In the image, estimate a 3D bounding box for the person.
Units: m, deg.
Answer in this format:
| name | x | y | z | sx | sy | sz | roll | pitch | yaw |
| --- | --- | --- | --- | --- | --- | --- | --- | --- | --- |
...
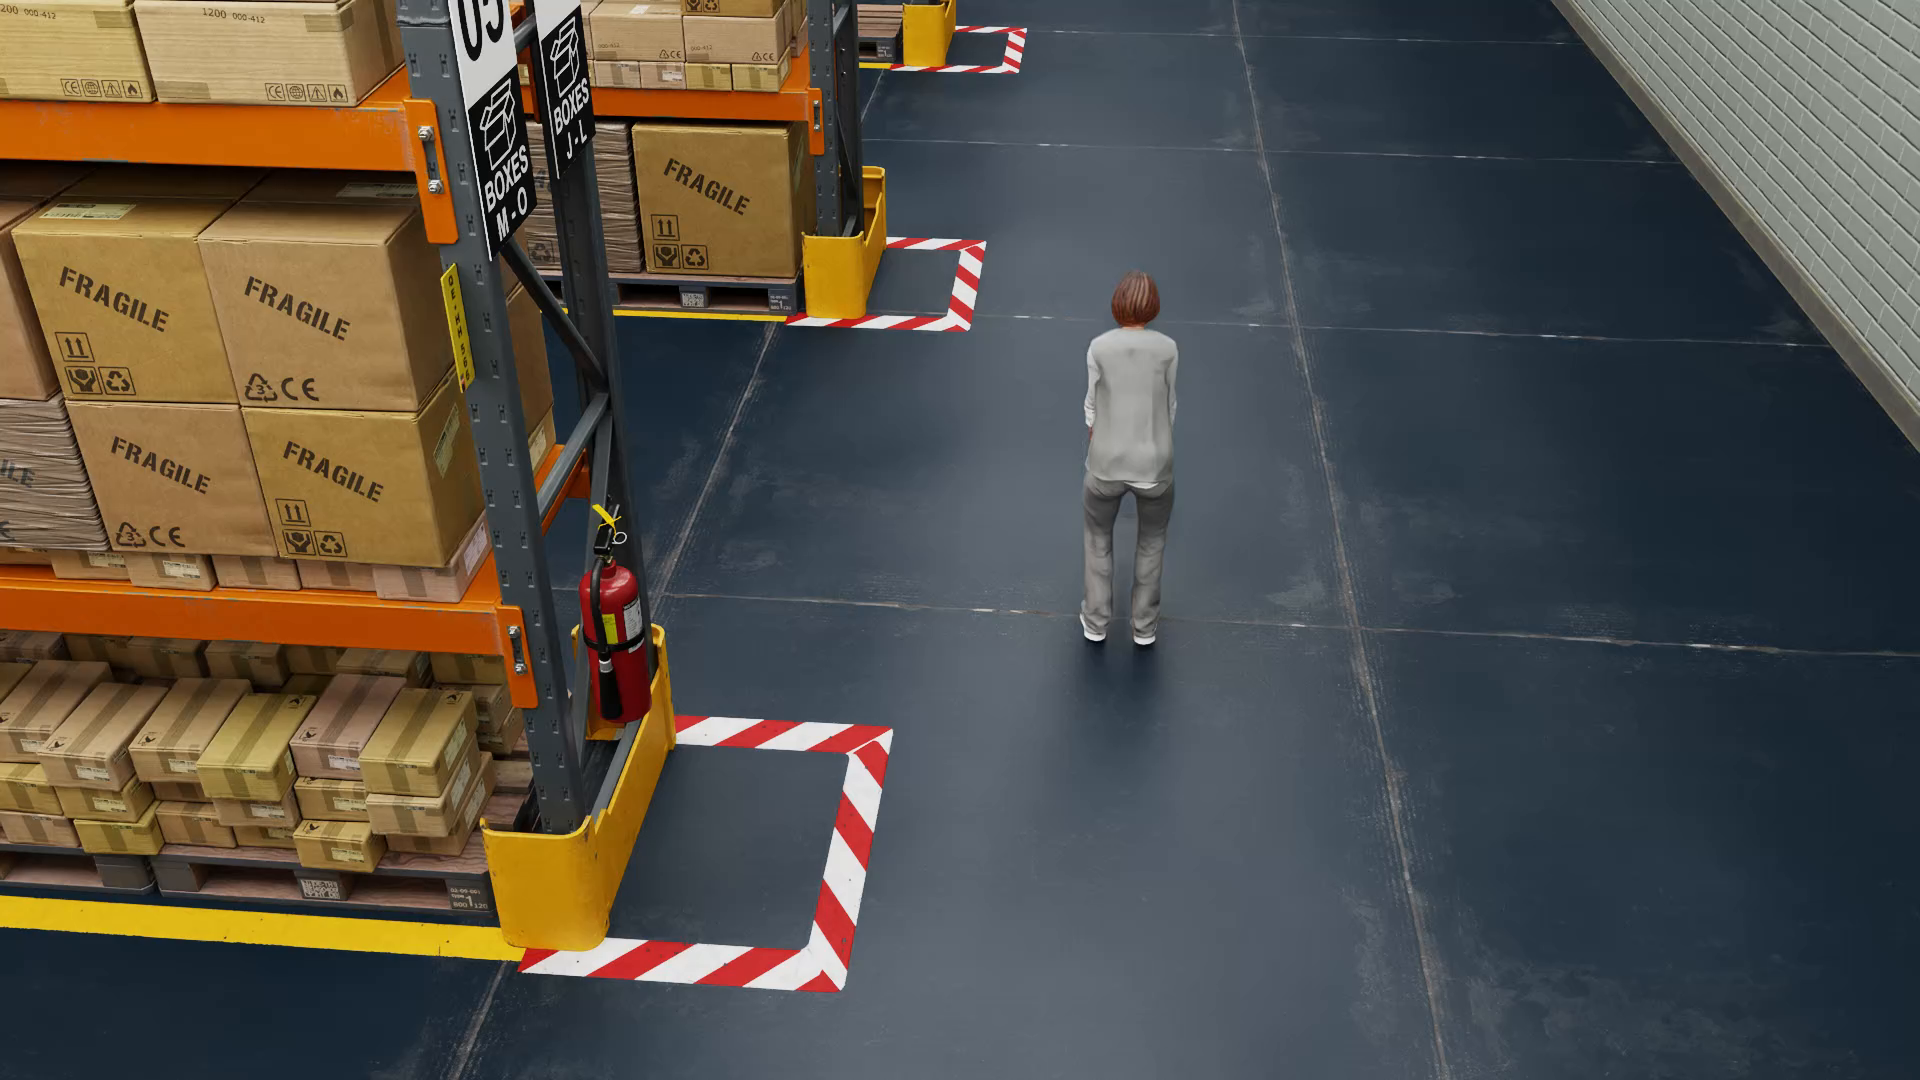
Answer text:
| name | x | y | z | sx | sy | sz | roll | pitch | yaw |
| --- | --- | --- | --- | --- | --- | --- | --- | --- | --- |
| person | 0.676 | -0.315 | 6.685 | 0.371 | 1.560 | 0.533 | 2 | 32 | 3 |
